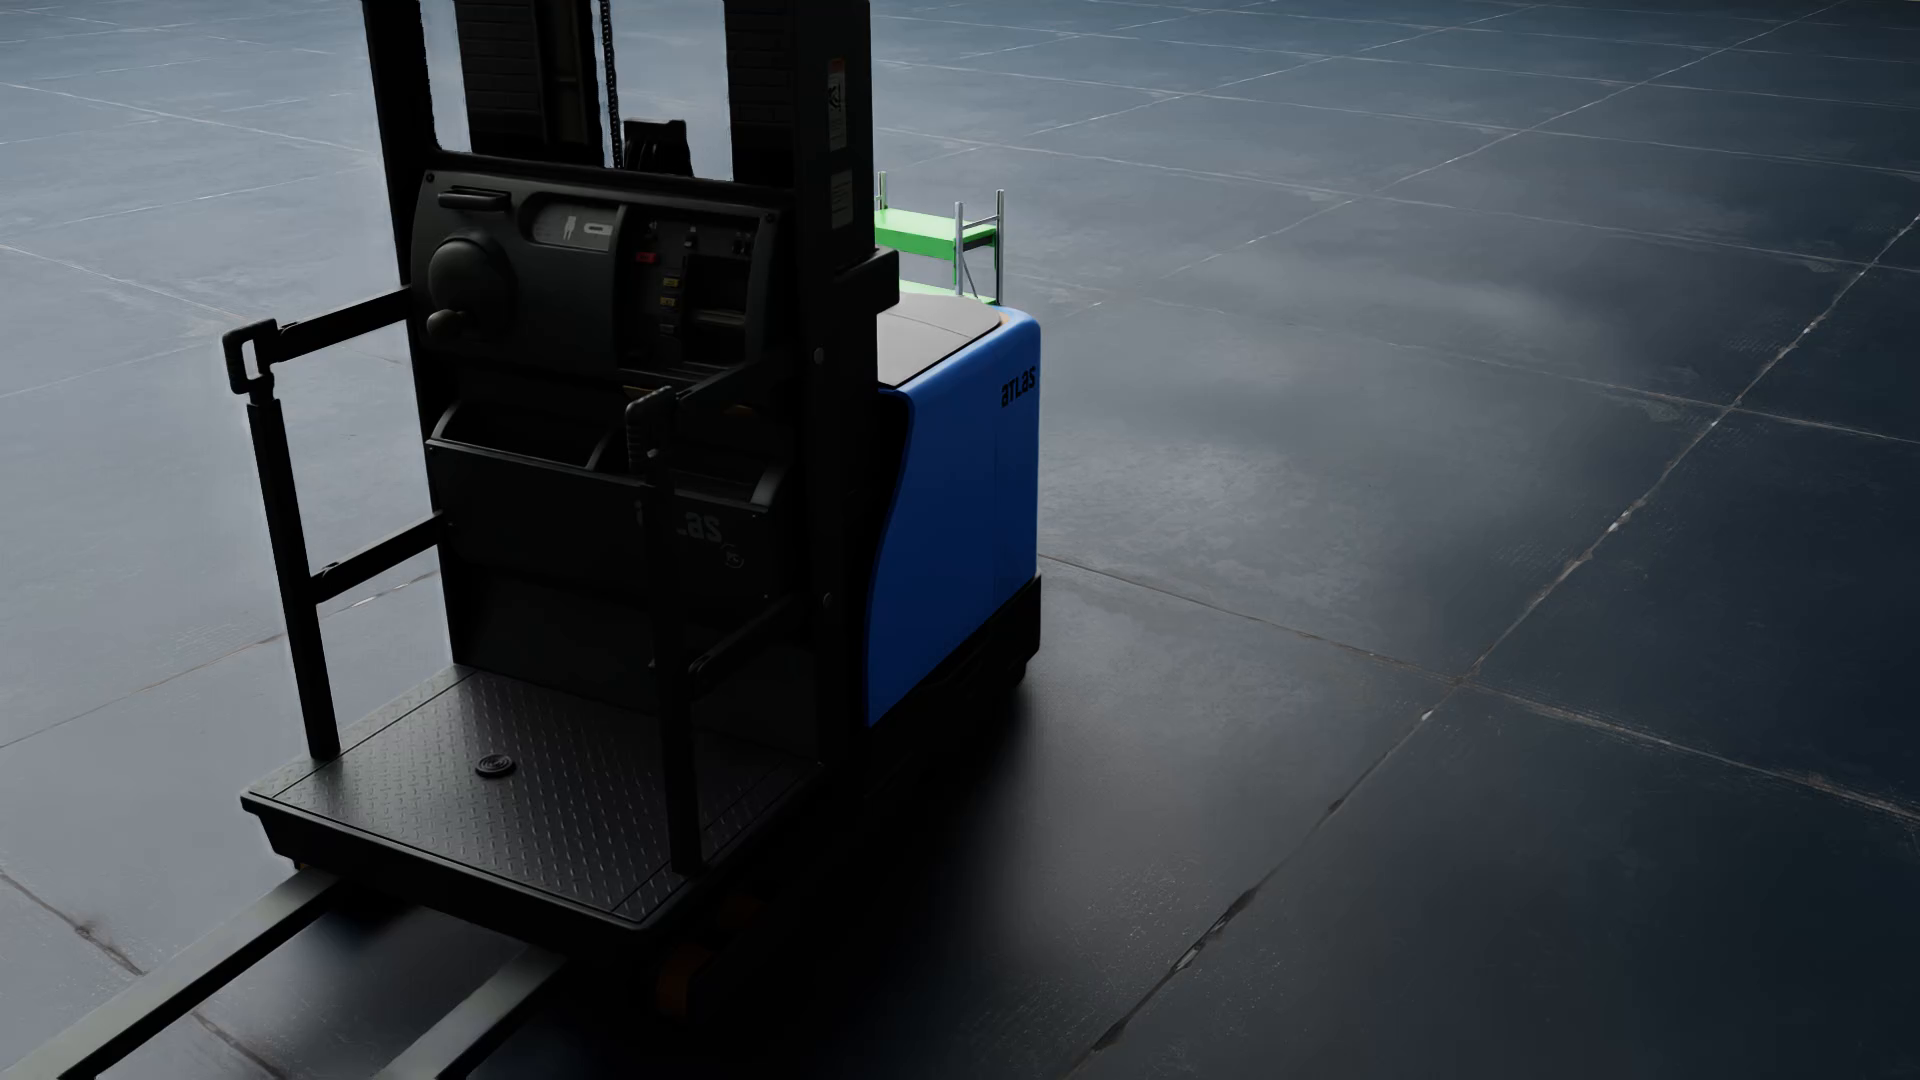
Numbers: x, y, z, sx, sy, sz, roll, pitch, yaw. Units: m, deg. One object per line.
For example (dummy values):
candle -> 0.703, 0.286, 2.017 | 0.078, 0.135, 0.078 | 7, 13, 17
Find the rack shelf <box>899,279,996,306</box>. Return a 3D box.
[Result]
rack shelf -> -0.132, -0.750, 5.528 | 0.480, 0.148, 0.258 | 17, 29, 33

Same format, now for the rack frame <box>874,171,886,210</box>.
rack frame -> -0.328, -0.648, 5.733 | 0.015, 1.200, 0.240 | 17, 29, 33

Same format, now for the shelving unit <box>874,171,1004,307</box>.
shelving unit -> -0.132, -0.589, 5.599 | 0.503, 1.200, 0.258 | 17, 29, 33

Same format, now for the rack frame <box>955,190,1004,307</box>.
rack frame -> 0.063, -0.530, 5.465 | 0.015, 1.200, 0.240 | 17, 29, 33

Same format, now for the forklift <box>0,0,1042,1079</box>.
forklift -> -0.876, -0.536, 3.331 | 1.130, 2.935, 3.031 | 11, 26, 24

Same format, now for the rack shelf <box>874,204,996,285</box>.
rack shelf -> -0.132, -0.970, 5.431 | 0.480, 0.148, 0.258 | 17, 29, 33
